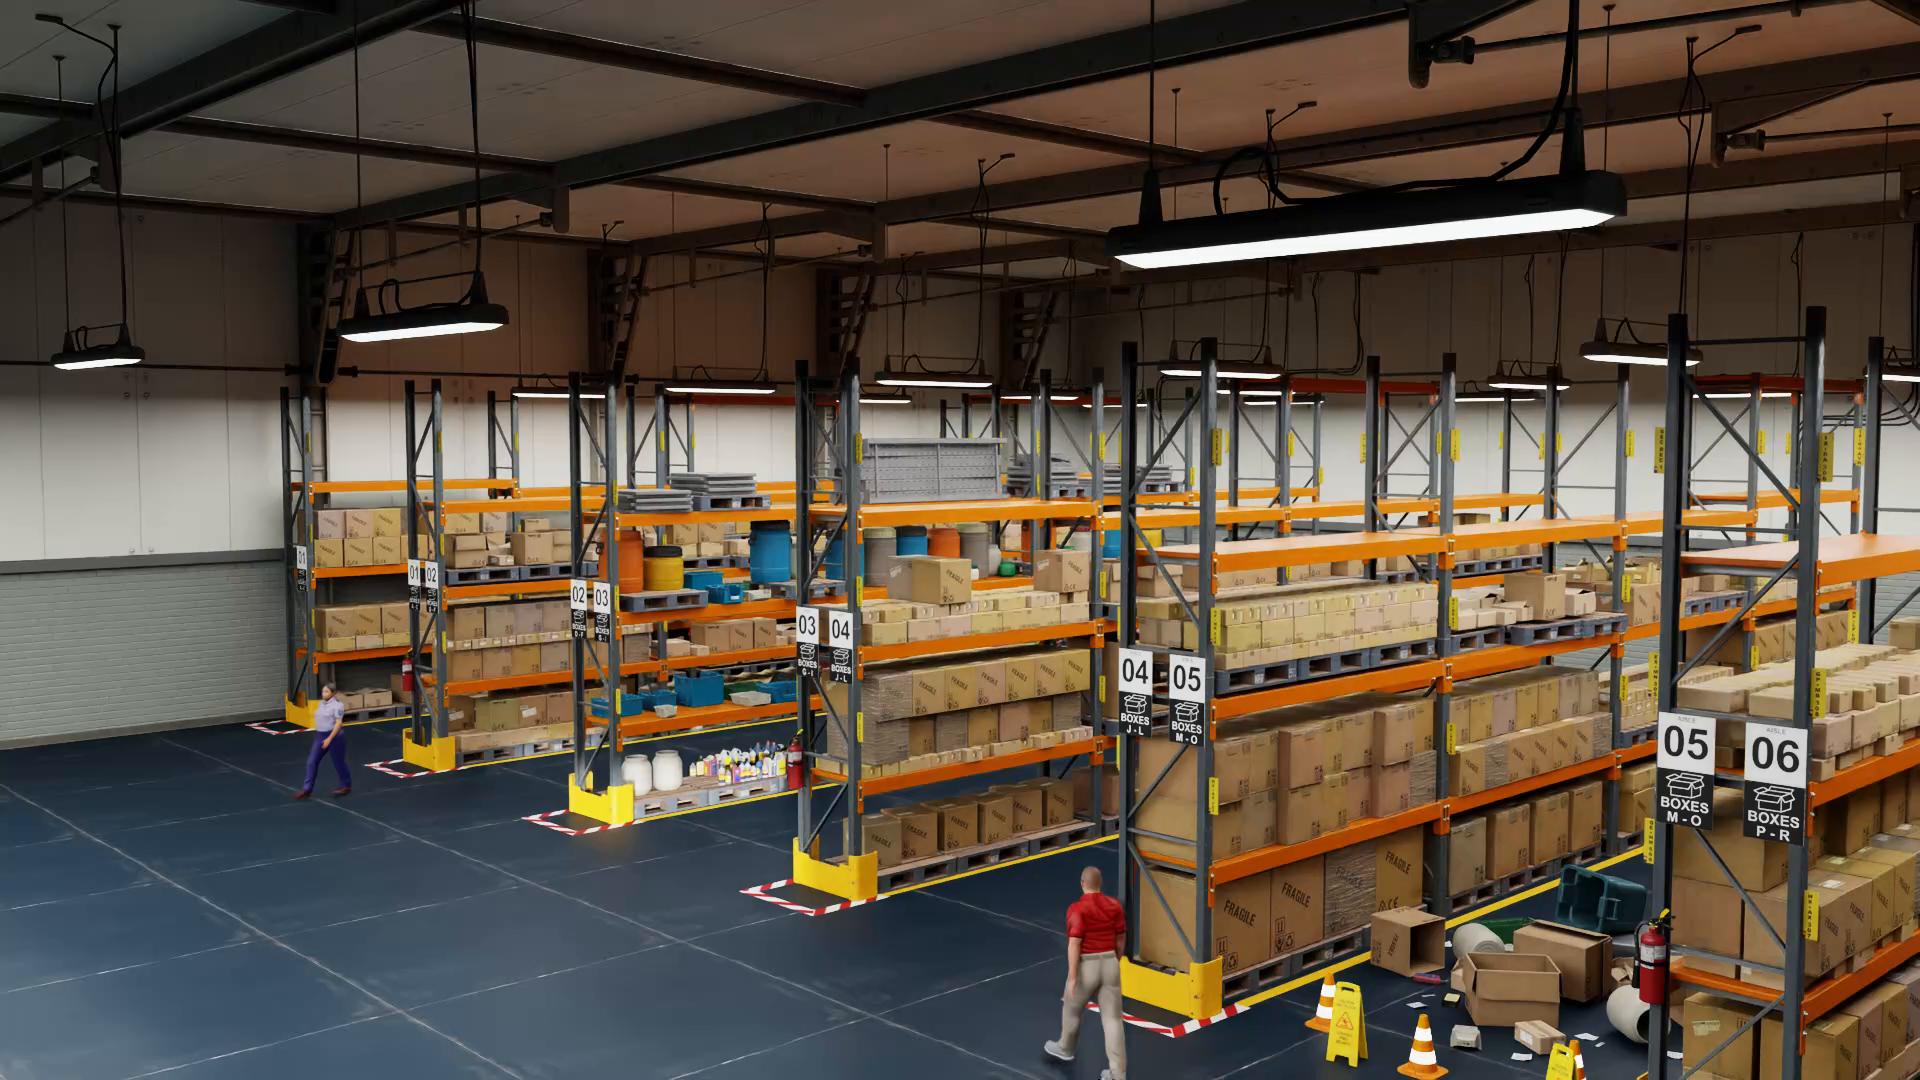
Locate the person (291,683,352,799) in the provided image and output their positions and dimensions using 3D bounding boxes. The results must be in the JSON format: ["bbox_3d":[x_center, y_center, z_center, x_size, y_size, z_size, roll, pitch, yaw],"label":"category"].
[{"bbox_3d":[-9.018,2.842,23.569,0.546,1.604,0.819,1,4,20],"label":"person"}]

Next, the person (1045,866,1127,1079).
[{"bbox_3d":[1.061,3.449,13.397,0.582,1.656,1.030,-1,4,-21],"label":"person"}]

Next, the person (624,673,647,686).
[{"bbox_3d":[-6.212,2.352,31.580,0.453,1.543,0.969,2,4,23],"label":"person"}]
